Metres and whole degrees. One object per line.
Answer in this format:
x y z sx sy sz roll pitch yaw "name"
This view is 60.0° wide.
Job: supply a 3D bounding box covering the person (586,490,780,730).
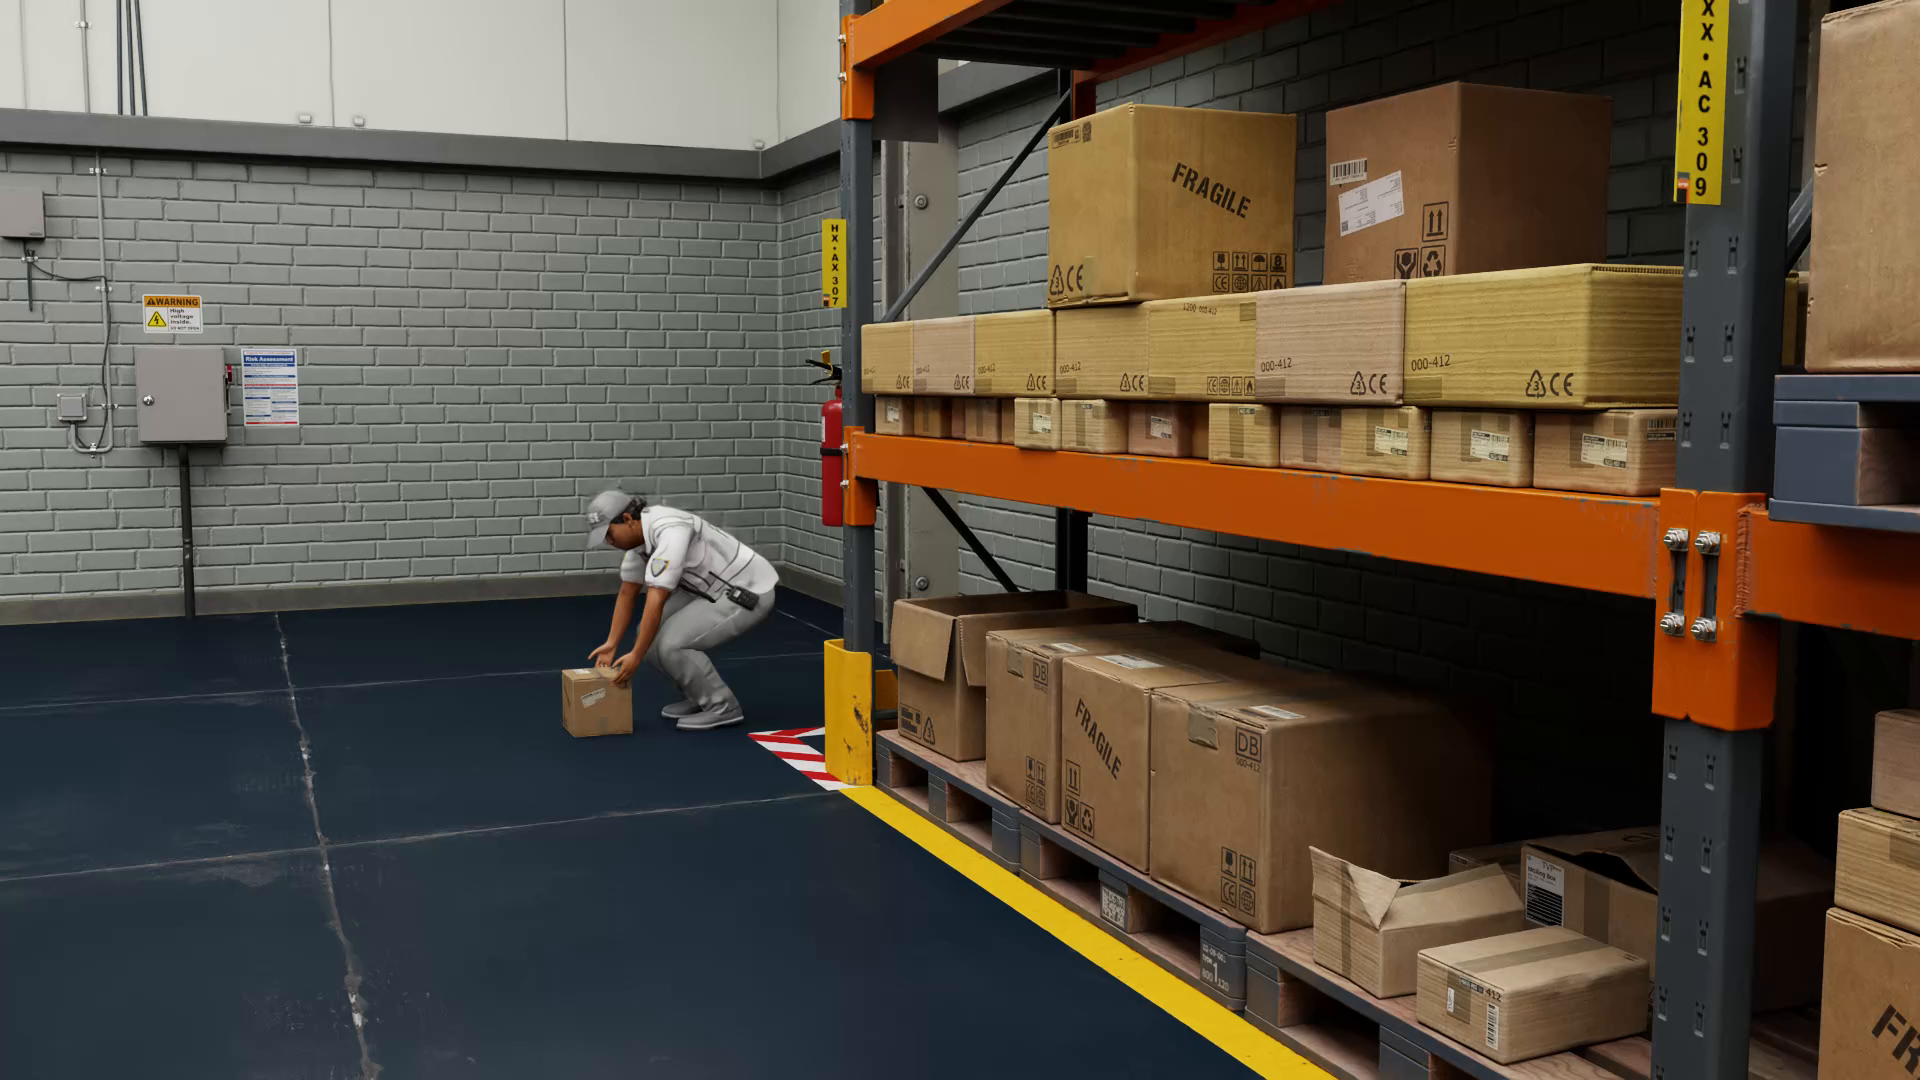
-1.208 0.293 7.242 0.841 1.041 0.532 -2 6 -24 "person"
